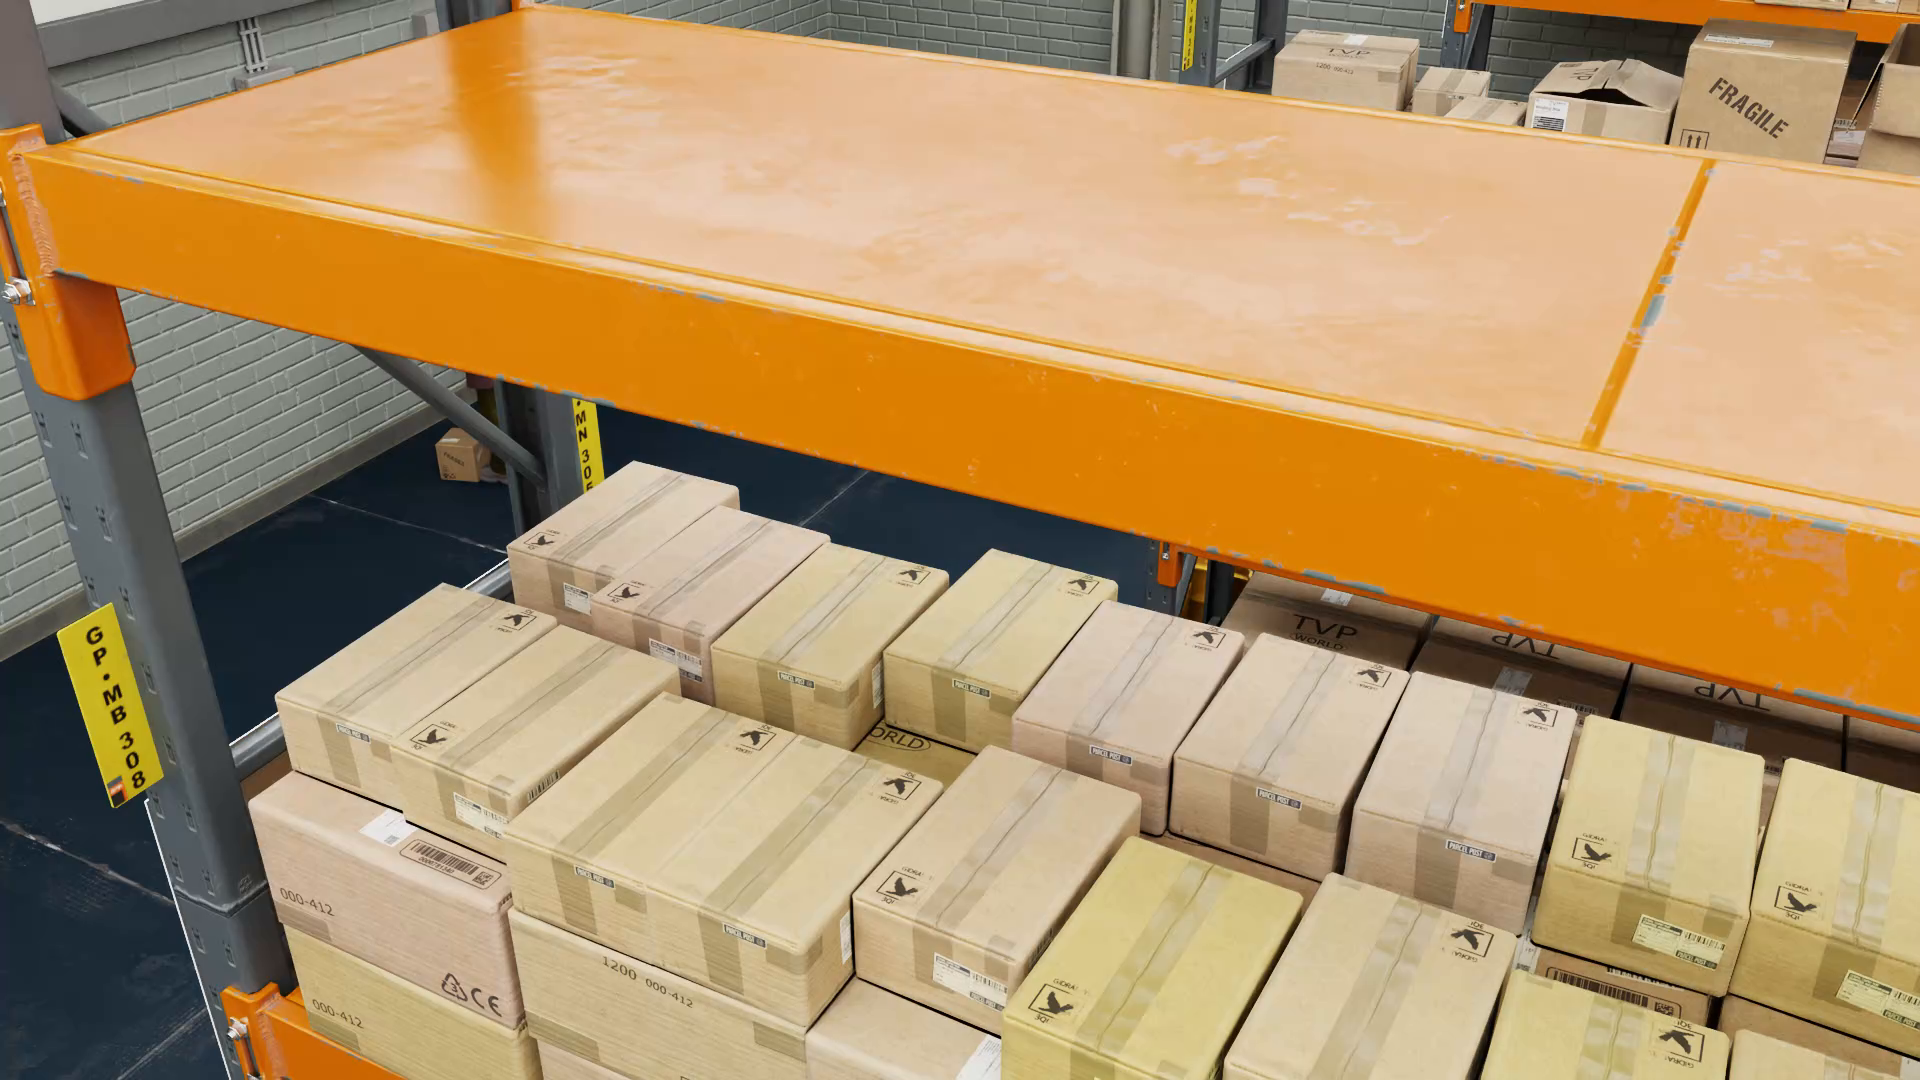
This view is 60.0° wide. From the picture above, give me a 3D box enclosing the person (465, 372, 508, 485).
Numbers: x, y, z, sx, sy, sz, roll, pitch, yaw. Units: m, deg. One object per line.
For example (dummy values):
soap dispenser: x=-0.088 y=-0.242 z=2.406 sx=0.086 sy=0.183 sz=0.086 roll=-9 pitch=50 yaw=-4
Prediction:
person: x=-2.885 y=-1.212 z=10.273 sx=0.396 sy=1.787 sz=0.555 roll=21 pitch=36 yaw=32
